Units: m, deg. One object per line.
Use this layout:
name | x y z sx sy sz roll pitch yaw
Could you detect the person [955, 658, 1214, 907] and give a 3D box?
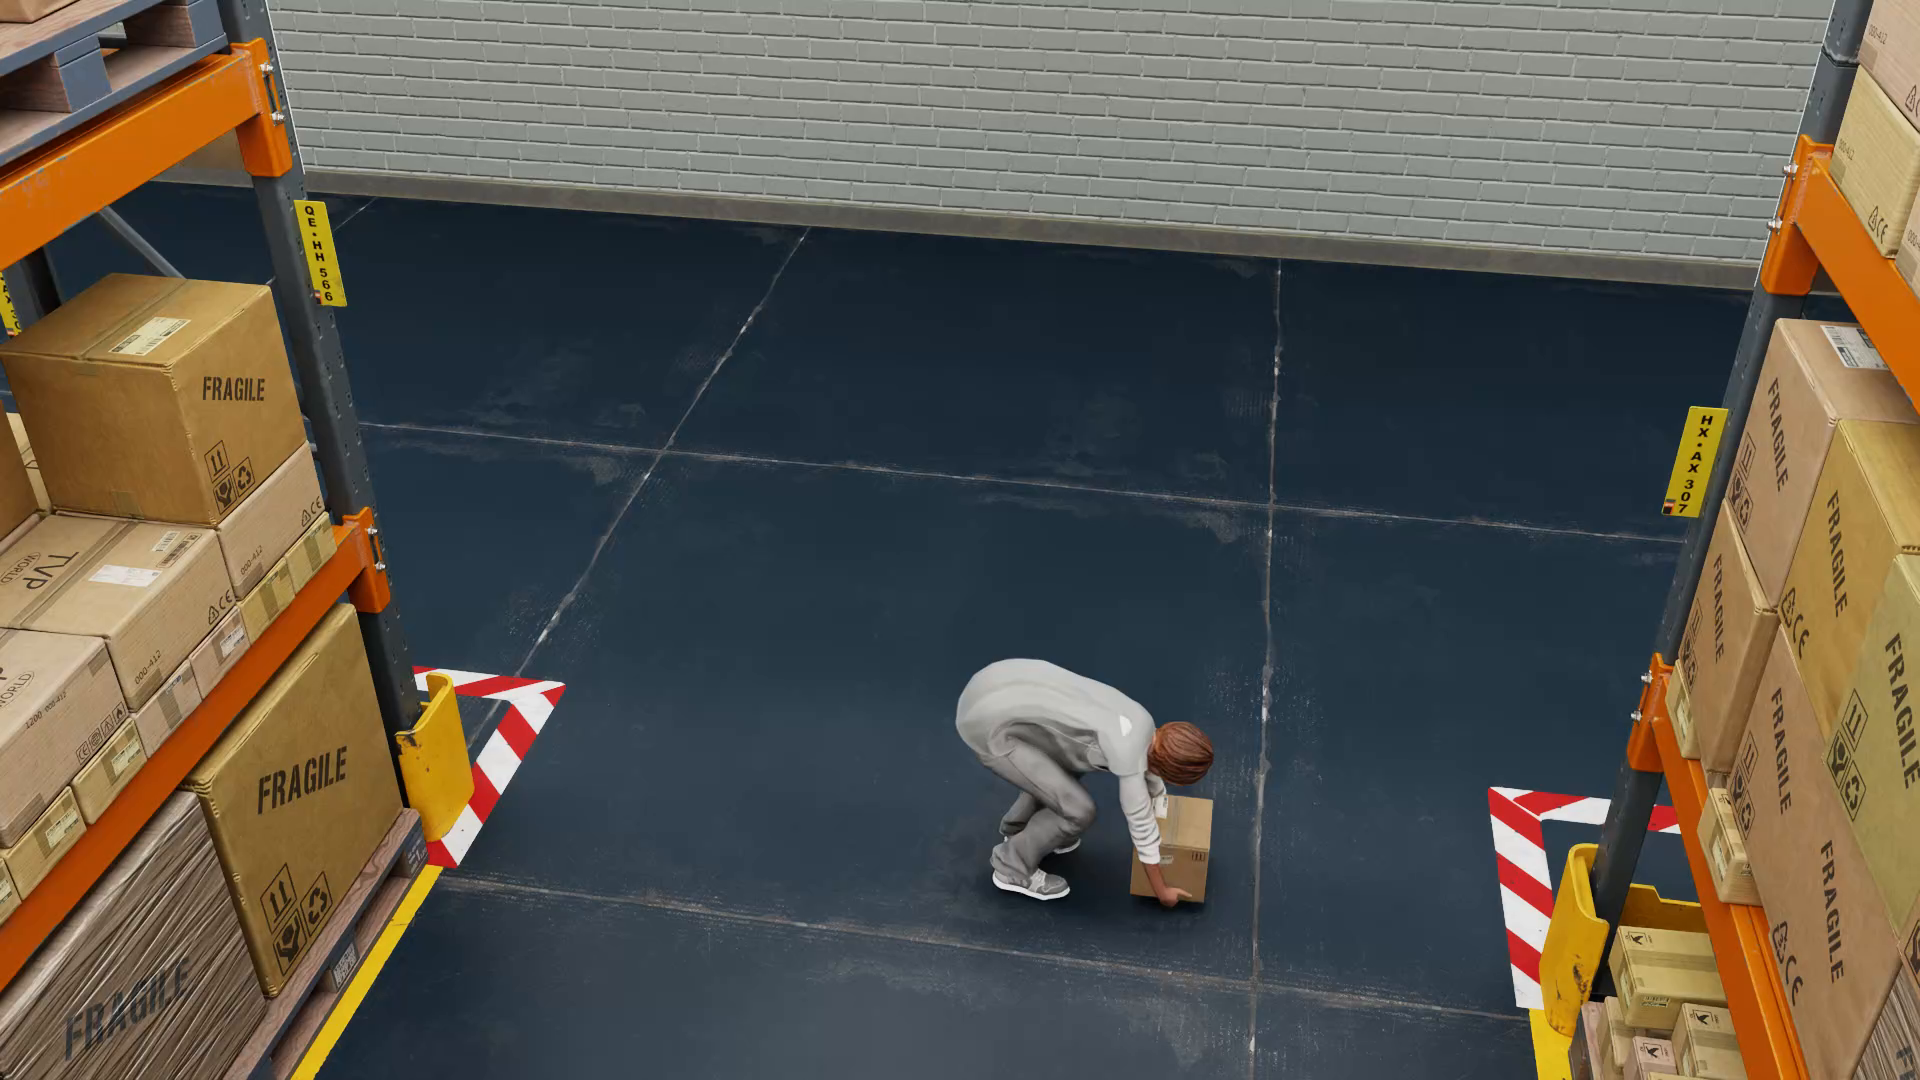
person | 0.412 0.798 5.590 0.853 0.860 0.426 4 33 6
